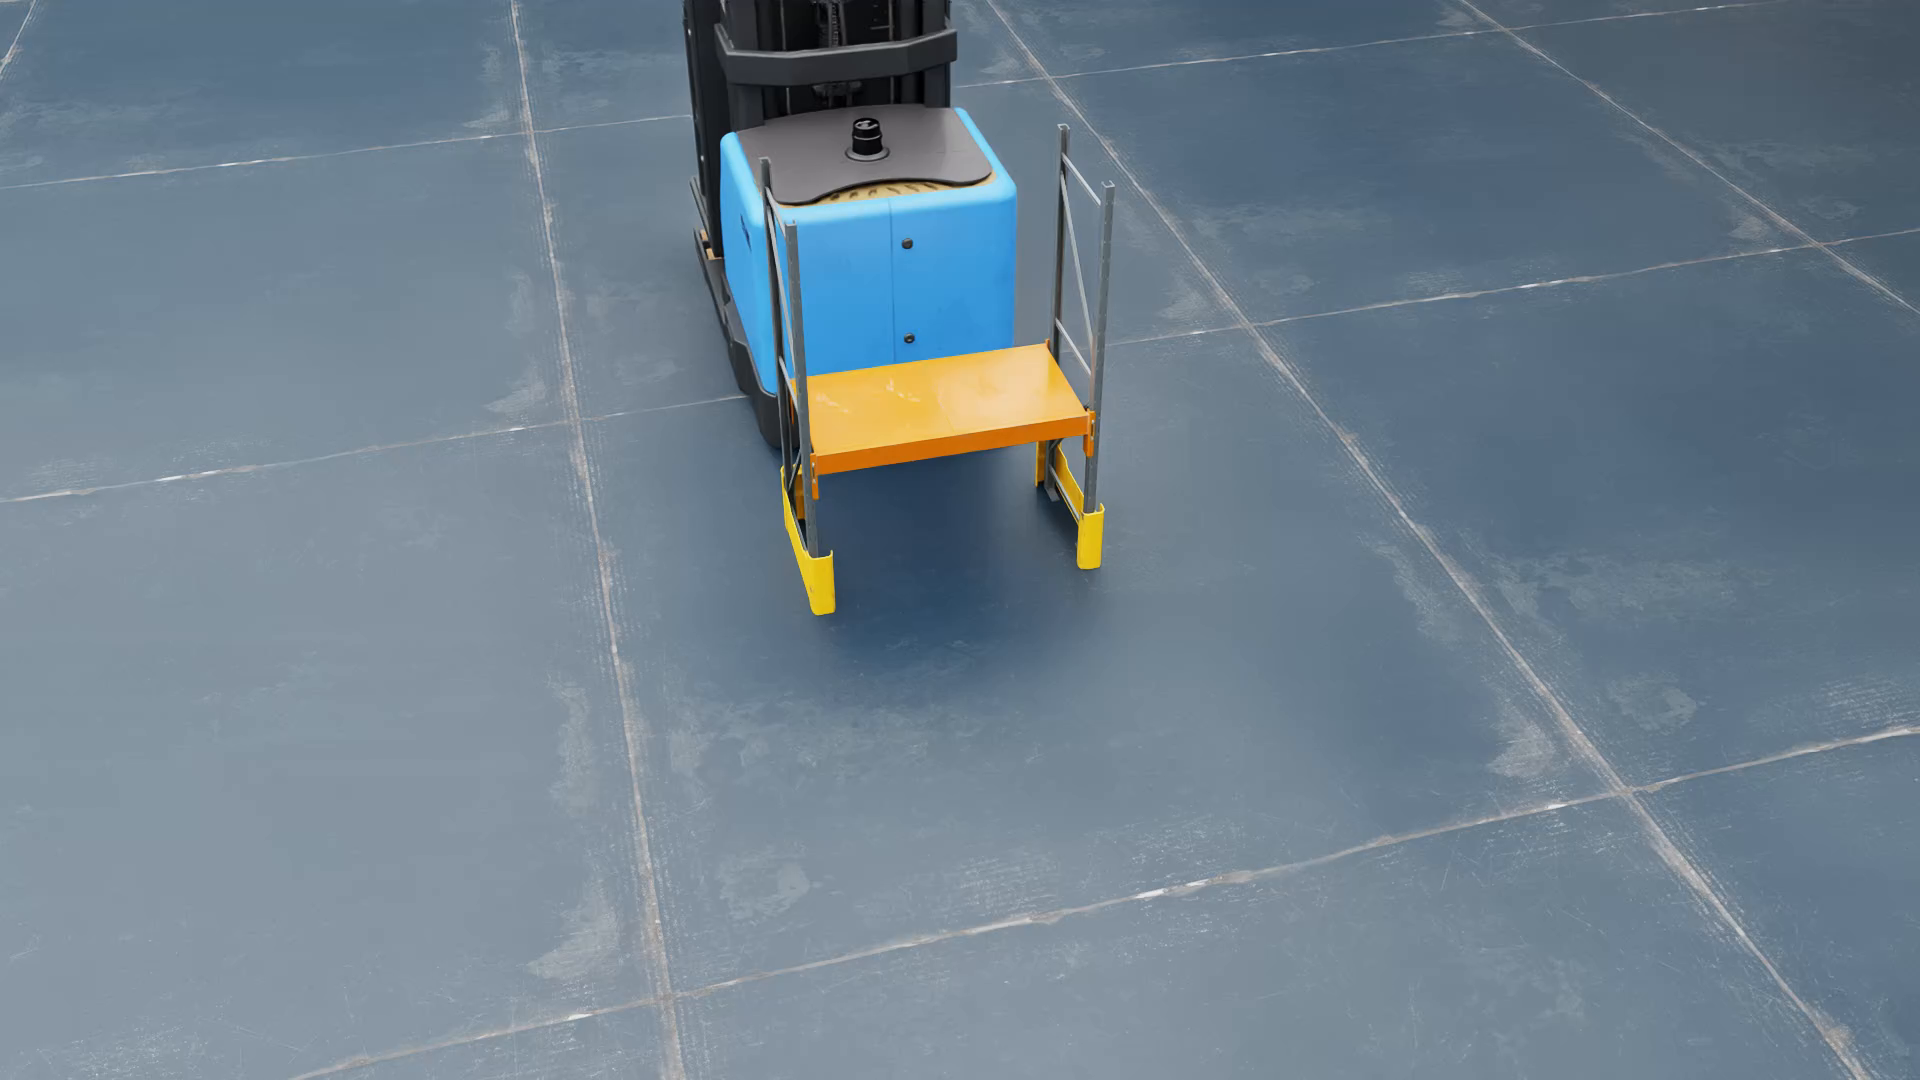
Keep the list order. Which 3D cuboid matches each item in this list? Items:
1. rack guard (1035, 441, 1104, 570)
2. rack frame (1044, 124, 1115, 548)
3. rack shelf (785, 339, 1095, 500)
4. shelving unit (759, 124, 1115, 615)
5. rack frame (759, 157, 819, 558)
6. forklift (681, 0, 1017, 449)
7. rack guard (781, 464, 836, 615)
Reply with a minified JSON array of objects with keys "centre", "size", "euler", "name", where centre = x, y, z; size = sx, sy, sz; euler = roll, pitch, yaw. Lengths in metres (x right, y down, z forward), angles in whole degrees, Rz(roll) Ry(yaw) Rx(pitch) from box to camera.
[{"centre":[0.407,-0.166,6.261],"size":[0.087,0.250,0.587],"euler":[-9,38,-12],"name":"rack guard"},{"centre":[0.408,-0.663,5.882],"size":[0.032,1.500,0.500],"euler":[-9,38,-12],"name":"rack frame"},{"centre":[-0.082,-0.439,5.886],"size":[1.000,0.185,0.538],"euler":[-9,38,-12],"name":"rack shelf"},{"centre":[-0.074,-0.584,5.779],"size":[1.083,1.500,0.587],"euler":[-9,38,-12],"name":"shelving unit"},{"centre":[-0.573,-0.502,5.671],"size":[0.032,1.500,0.500],"euler":[-9,38,-12],"name":"rack frame"},{"centre":[-0.645,-2.425,7.007],"size":[1.130,2.935,3.031],"euler":[-9,38,-12],"name":"forklift"},{"centre":[-0.554,-0.008,6.055],"size":[0.087,0.250,0.587],"euler":[-9,38,-12],"name":"rack guard"}]
